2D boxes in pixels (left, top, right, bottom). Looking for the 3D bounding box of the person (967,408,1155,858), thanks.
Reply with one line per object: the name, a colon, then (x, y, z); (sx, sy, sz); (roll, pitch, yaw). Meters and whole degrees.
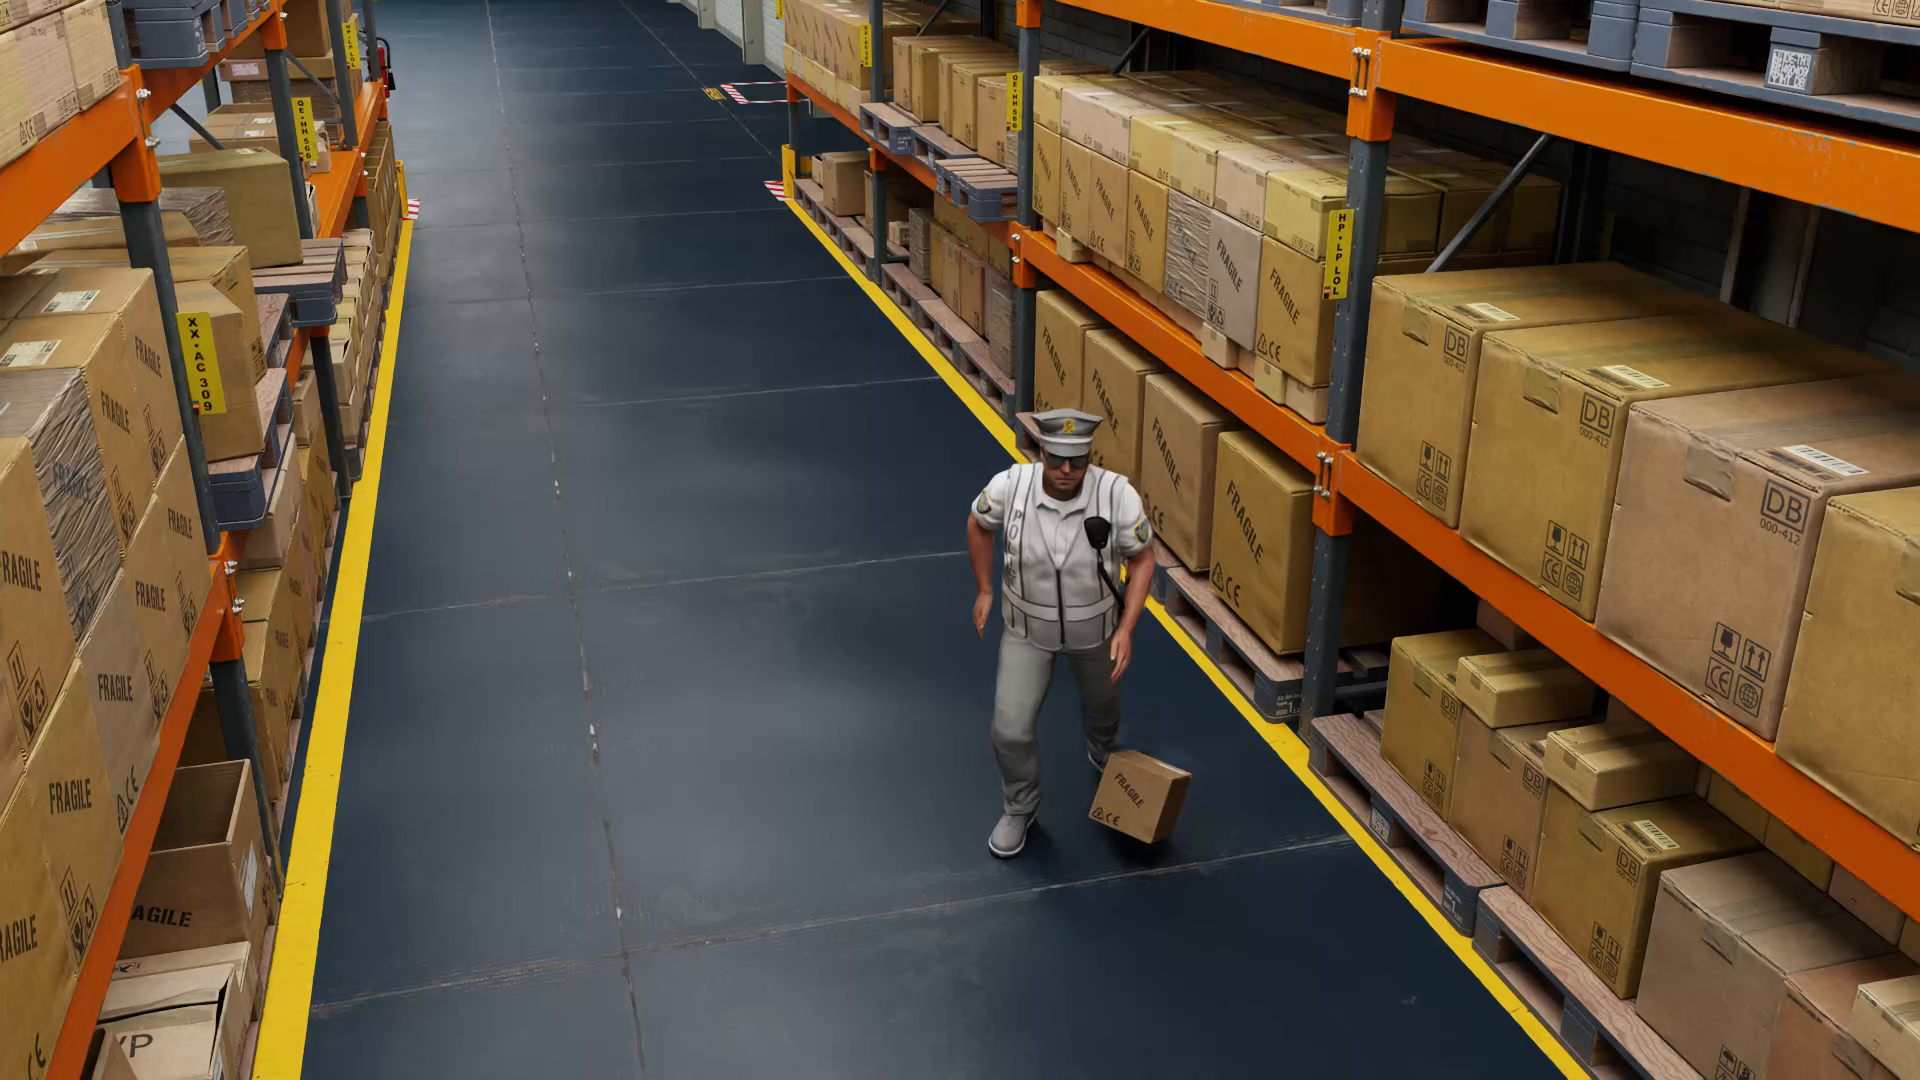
person: (0.372, 0.263, 6.006); (0.696, 1.712, 0.738); (1, 23, 2)
